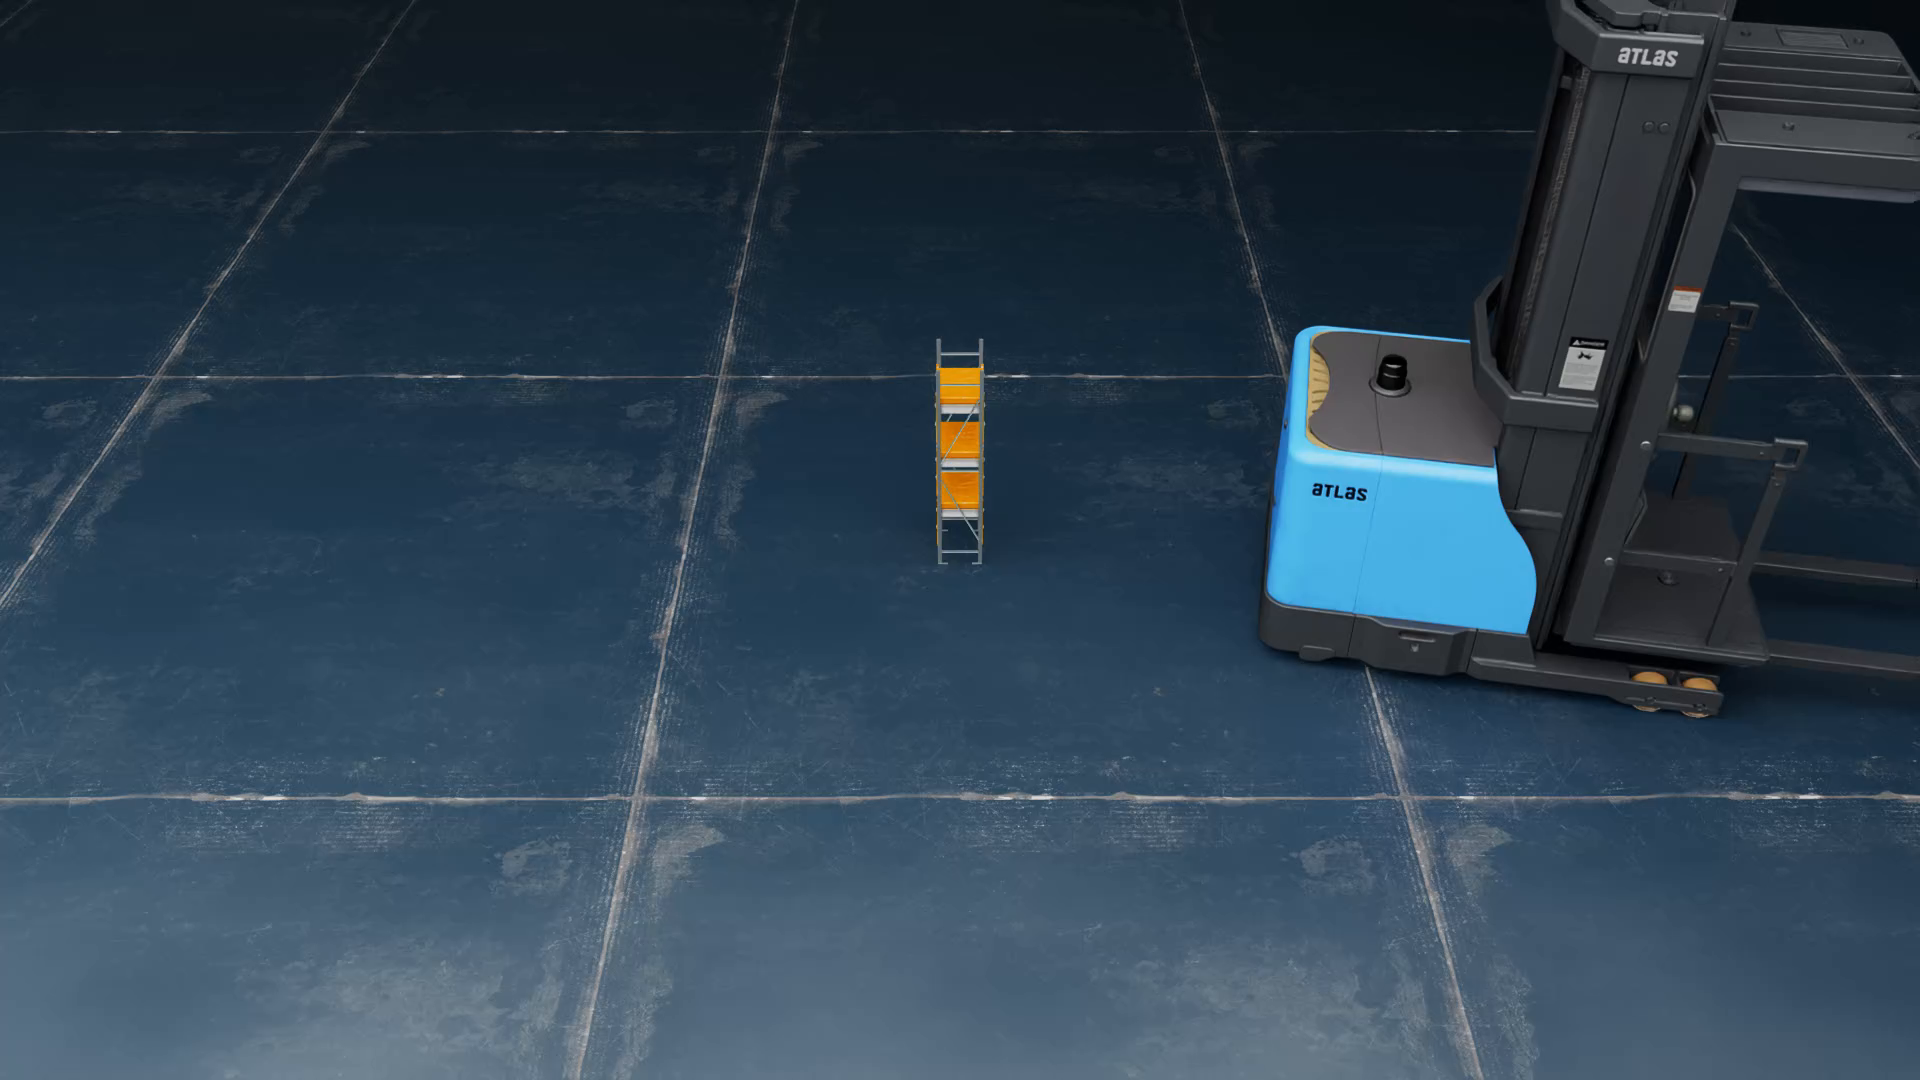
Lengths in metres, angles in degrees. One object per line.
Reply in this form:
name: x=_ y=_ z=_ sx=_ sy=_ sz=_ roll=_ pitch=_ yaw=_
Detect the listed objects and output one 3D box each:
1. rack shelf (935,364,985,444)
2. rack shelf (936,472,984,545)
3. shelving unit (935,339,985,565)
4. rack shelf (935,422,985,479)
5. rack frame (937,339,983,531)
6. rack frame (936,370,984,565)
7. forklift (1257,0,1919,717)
rack shelf: x=0.000 y=-0.589 z=7.209 sx=0.215 sy=0.259 sz=0.240 roll=0 pitch=39 yaw=0
rack shelf: x=0.000 y=-0.151 z=7.560 sx=0.215 sy=0.259 sz=0.240 roll=0 pitch=39 yaw=0
shelving unit: x=0.000 y=-0.376 z=7.380 sx=0.215 sy=1.050 sz=0.252 roll=0 pitch=39 yaw=0
rack shelf: x=0.000 y=-0.368 z=7.387 sx=0.215 sy=0.259 sz=0.240 roll=0 pitch=39 yaw=0
rack frame: x=0.000 y=-0.453 z=7.475 sx=0.200 sy=1.050 sz=0.008 roll=0 pitch=39 yaw=0
rack frame: x=0.000 y=-0.300 z=7.285 sx=0.200 sy=1.050 sz=0.008 roll=0 pitch=39 yaw=0
forklift: x=2.846 y=-0.777 z=6.376 sx=3.031 sy=2.935 sz=1.130 roll=7 pitch=39 yaw=8
